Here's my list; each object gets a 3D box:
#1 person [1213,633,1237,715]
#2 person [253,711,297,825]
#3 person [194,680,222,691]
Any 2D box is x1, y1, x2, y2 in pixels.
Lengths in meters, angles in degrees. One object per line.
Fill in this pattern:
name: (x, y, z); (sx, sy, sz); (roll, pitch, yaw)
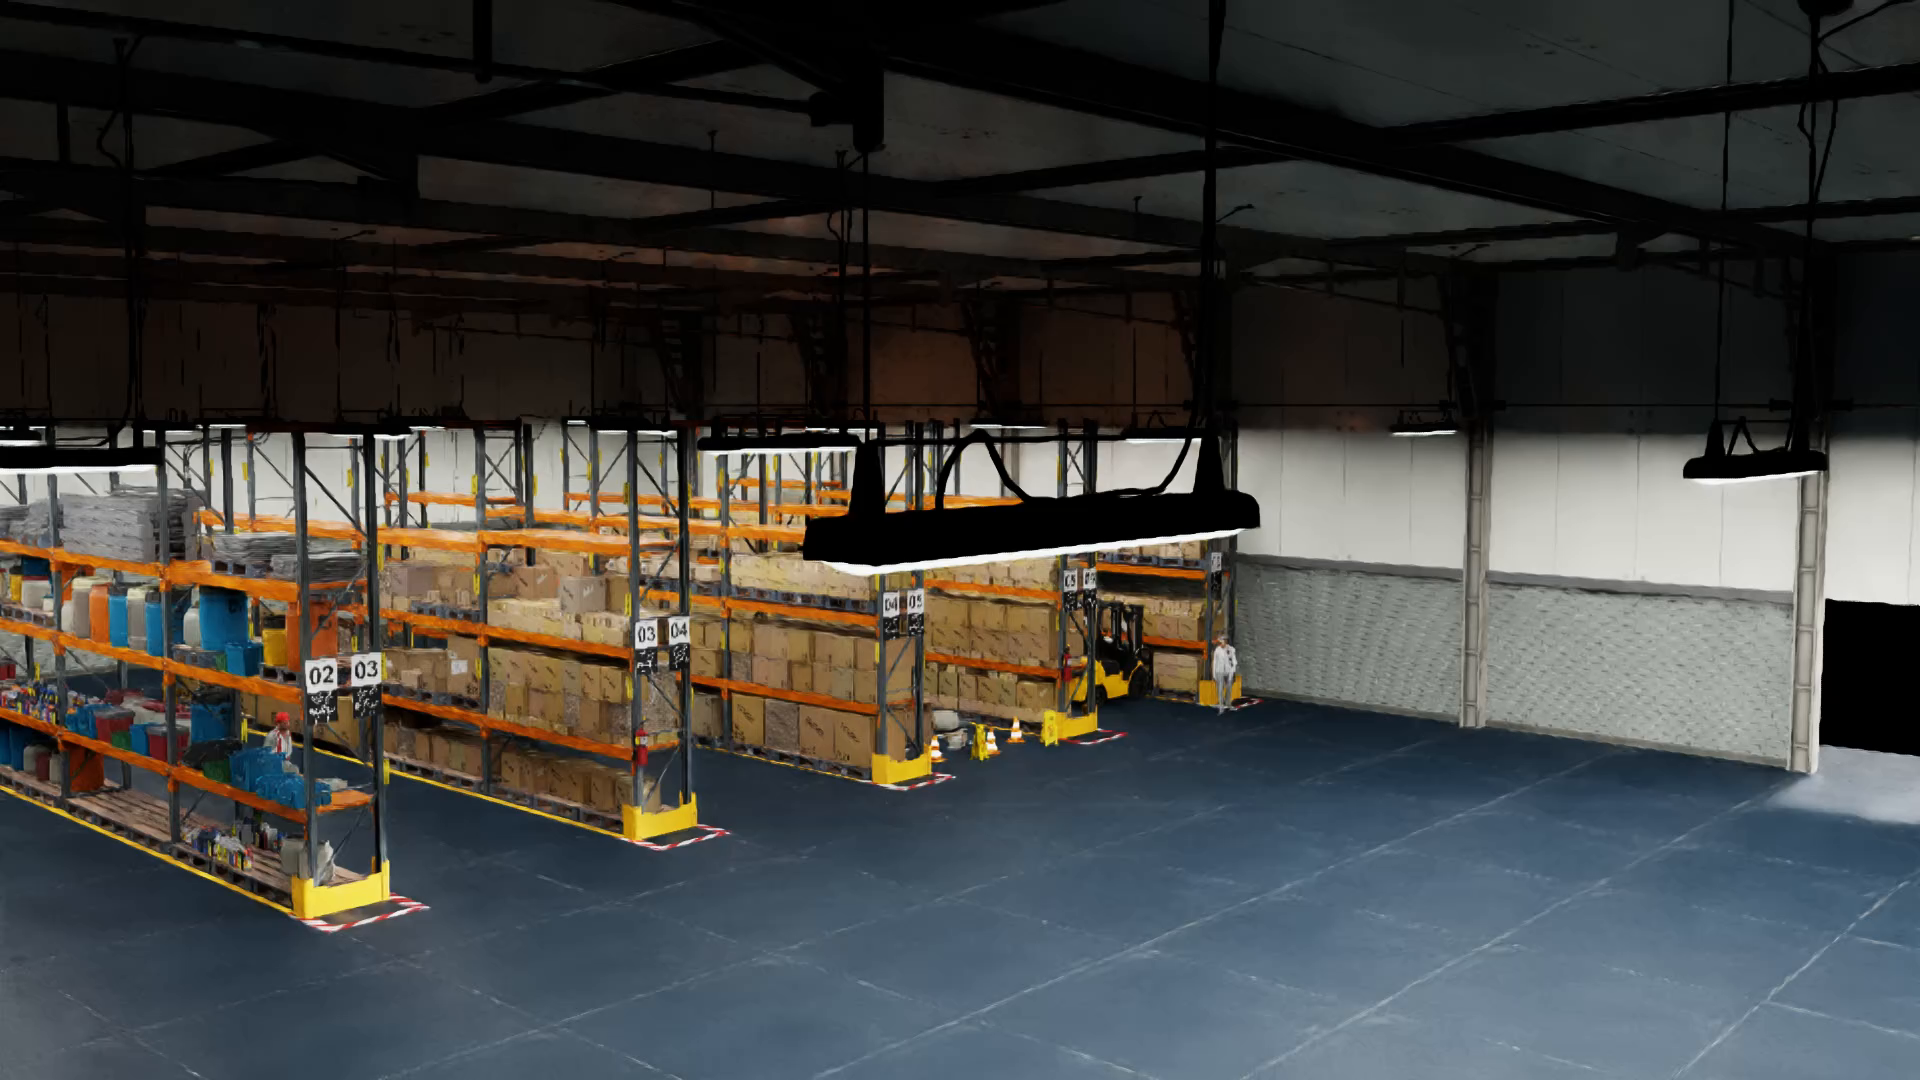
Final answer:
person: (5.434, 2.723, 34.070); (0.496, 1.656, 0.681); (1, 5, 13)
person: (-10.224, 3.420, 24.963); (0.792, 1.722, 0.668); (2, 5, 20)
person: (-13.172, 3.115, 29.170); (1.115, 1.648, 0.543); (5, 7, 45)
